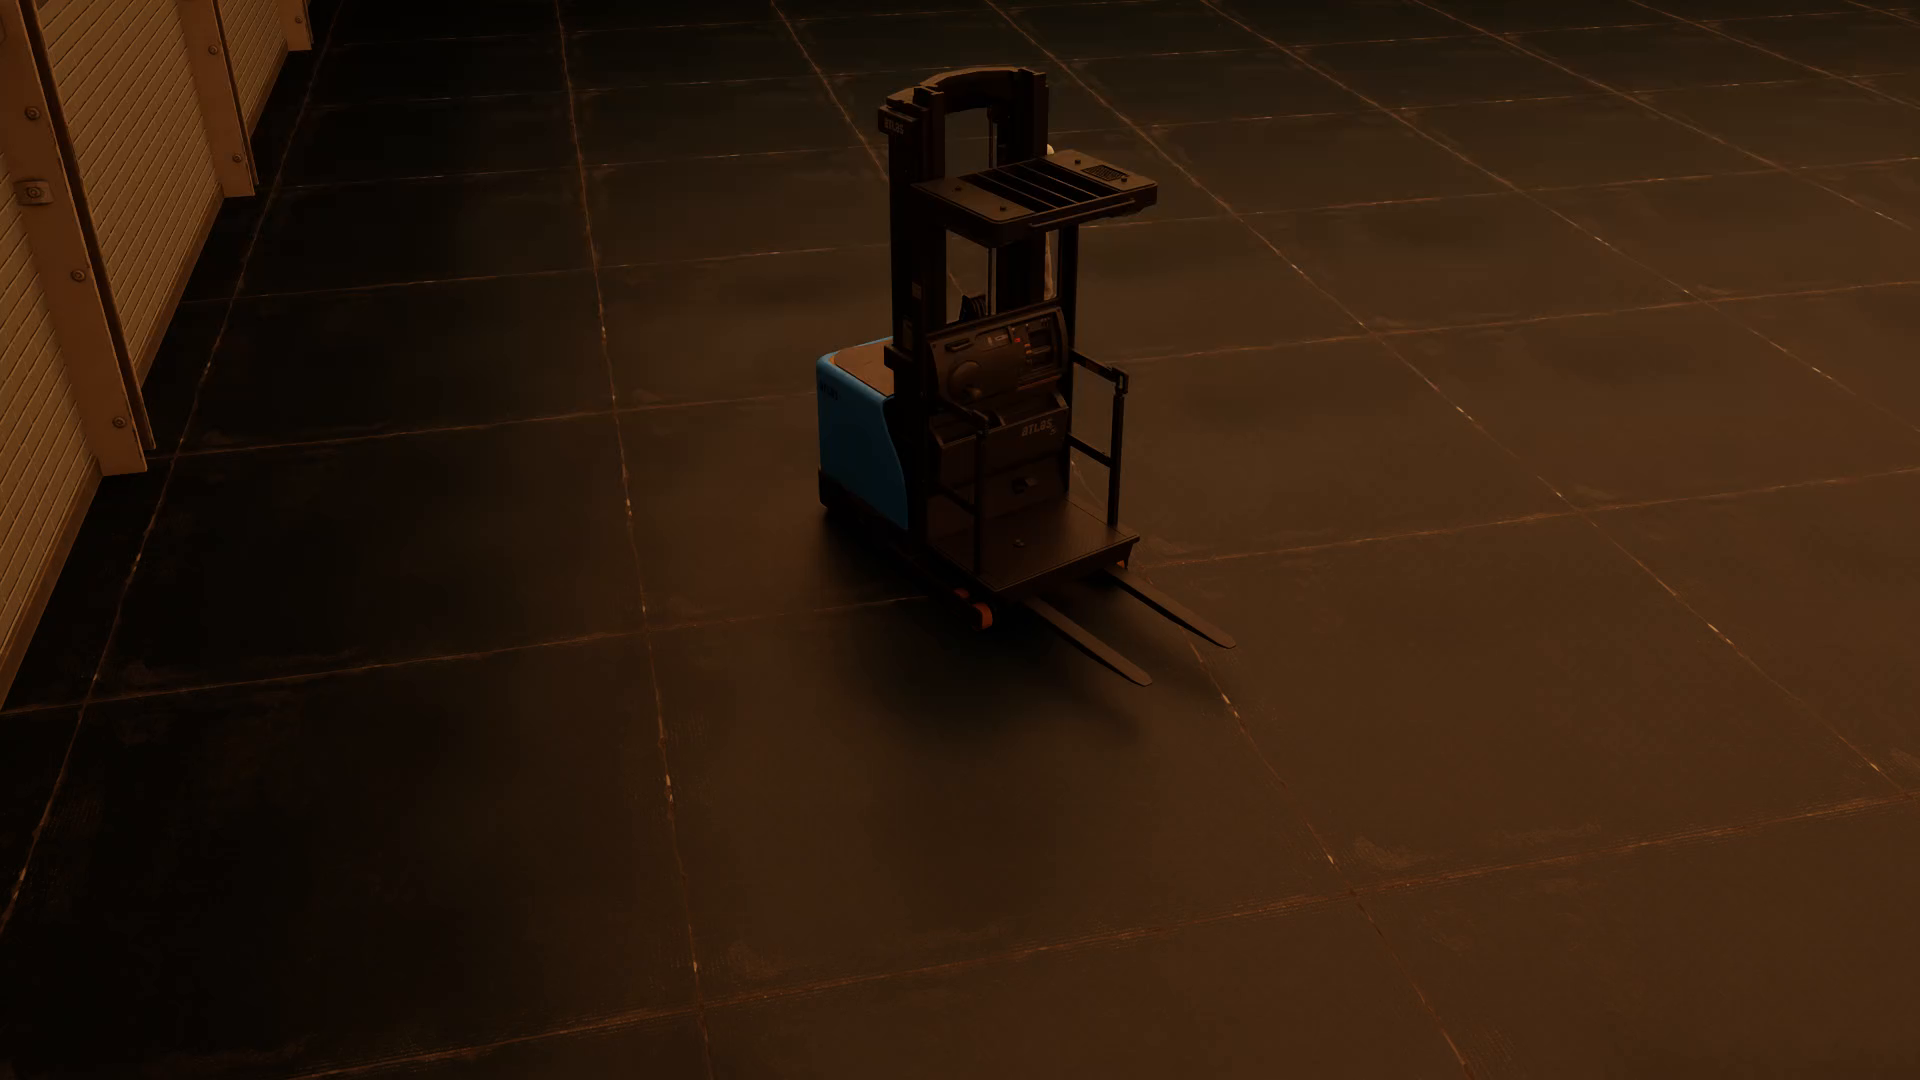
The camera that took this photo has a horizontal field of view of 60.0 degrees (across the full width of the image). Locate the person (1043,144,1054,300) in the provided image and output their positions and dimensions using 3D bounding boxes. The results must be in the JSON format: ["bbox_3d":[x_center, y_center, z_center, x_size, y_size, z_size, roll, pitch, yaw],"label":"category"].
[{"bbox_3d":[0.532,-2.688,13.457,0.549,1.673,0.548,-6,31,-11],"label":"person"}]

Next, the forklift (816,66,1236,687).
[{"bbox_3d":[0.355,-1.021,9.338,1.130,2.935,3.031,-20,35,-30],"label":"forklift"}]
